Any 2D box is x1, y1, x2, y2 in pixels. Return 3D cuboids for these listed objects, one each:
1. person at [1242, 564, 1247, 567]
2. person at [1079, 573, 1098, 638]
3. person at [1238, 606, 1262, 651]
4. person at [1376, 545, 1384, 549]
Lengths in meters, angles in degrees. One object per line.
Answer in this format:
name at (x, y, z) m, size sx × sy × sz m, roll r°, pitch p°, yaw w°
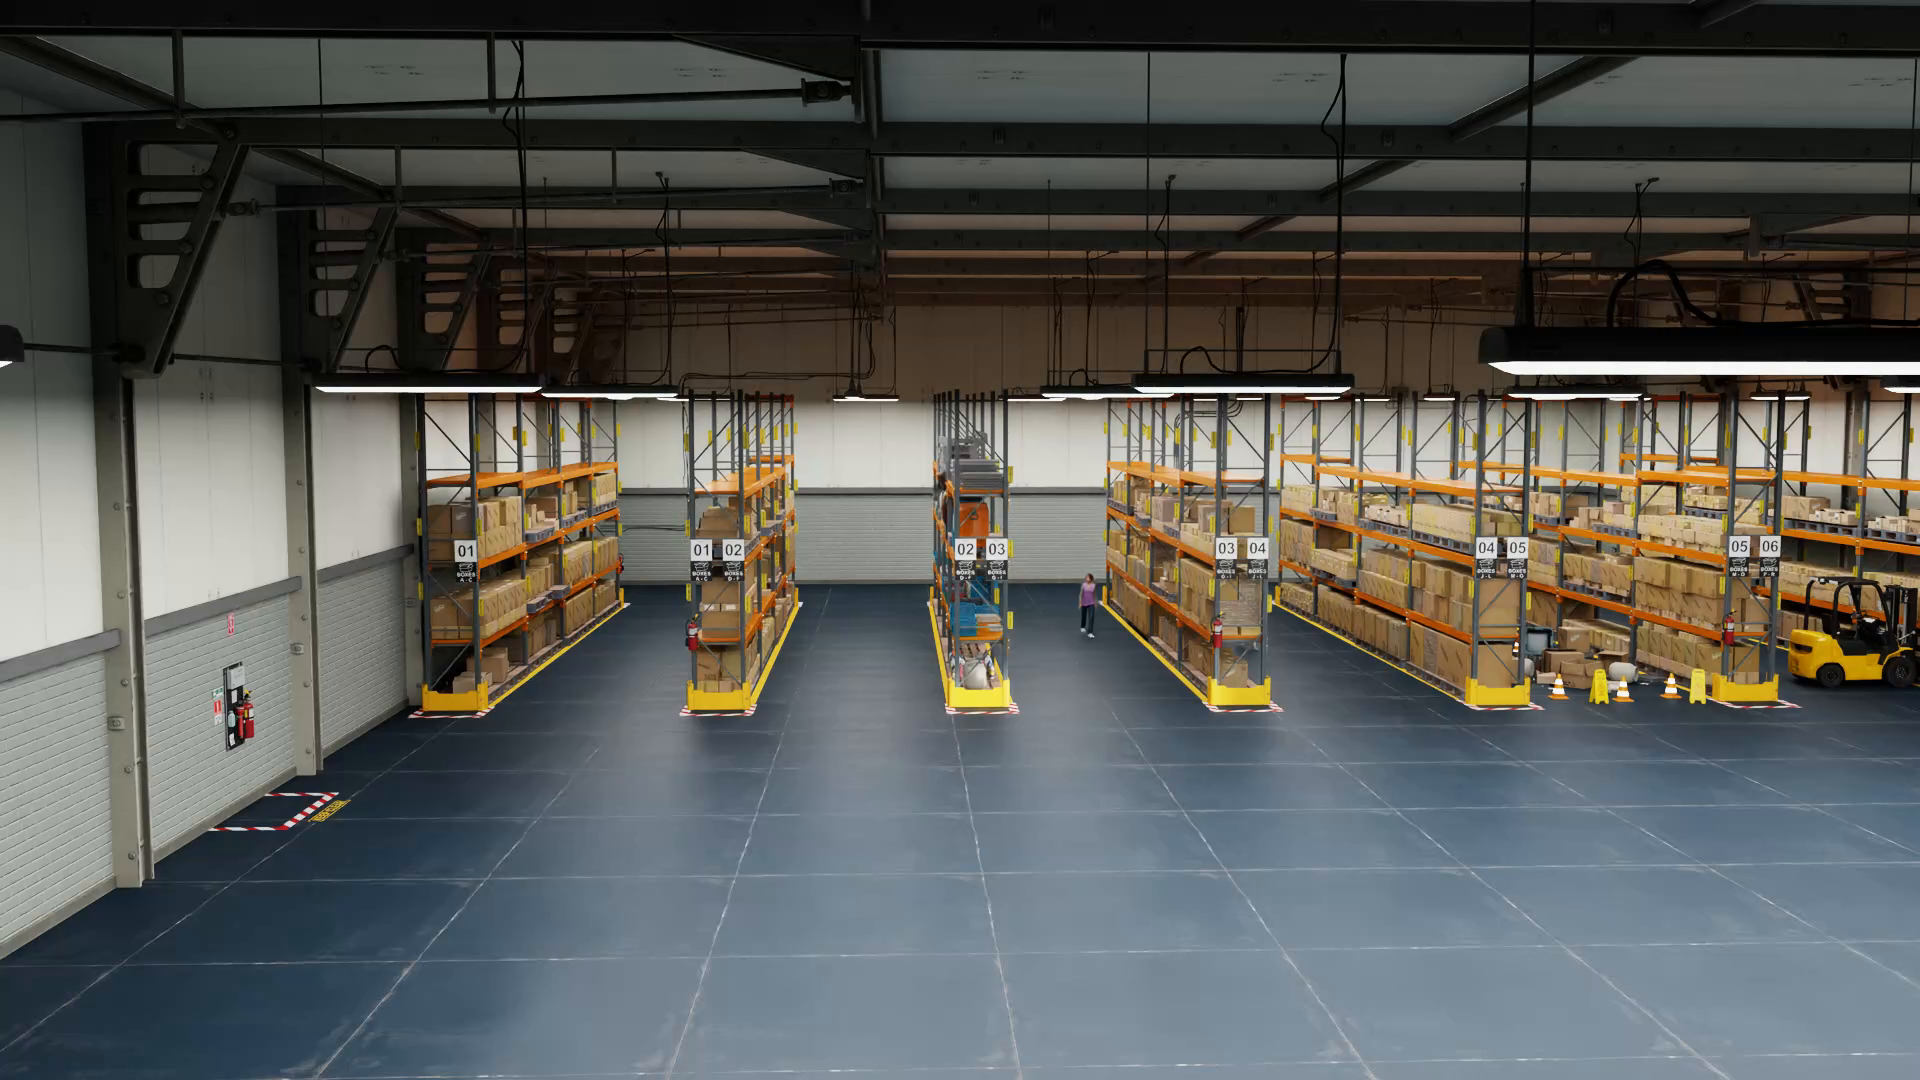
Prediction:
person at (8.545, 0.825, 49.304) m, size 0.904 × 1.738 × 0.597 m, roll -1°, pitch 5°, yaw -9°
person at (3.152, 1.595, 41.031) m, size 0.491 × 1.552 × 0.823 m, roll 0°, pitch 5°, yaw -5°
person at (6.768, 1.729, 38.885) m, size 0.595 × 1.639 × 1.007 m, roll 0°, pitch 5°, yaw -2°
person at (11.844, 1.014, 47.042) m, size 0.441 × 1.763 × 0.594 m, roll 0°, pitch 5°, yaw -3°
